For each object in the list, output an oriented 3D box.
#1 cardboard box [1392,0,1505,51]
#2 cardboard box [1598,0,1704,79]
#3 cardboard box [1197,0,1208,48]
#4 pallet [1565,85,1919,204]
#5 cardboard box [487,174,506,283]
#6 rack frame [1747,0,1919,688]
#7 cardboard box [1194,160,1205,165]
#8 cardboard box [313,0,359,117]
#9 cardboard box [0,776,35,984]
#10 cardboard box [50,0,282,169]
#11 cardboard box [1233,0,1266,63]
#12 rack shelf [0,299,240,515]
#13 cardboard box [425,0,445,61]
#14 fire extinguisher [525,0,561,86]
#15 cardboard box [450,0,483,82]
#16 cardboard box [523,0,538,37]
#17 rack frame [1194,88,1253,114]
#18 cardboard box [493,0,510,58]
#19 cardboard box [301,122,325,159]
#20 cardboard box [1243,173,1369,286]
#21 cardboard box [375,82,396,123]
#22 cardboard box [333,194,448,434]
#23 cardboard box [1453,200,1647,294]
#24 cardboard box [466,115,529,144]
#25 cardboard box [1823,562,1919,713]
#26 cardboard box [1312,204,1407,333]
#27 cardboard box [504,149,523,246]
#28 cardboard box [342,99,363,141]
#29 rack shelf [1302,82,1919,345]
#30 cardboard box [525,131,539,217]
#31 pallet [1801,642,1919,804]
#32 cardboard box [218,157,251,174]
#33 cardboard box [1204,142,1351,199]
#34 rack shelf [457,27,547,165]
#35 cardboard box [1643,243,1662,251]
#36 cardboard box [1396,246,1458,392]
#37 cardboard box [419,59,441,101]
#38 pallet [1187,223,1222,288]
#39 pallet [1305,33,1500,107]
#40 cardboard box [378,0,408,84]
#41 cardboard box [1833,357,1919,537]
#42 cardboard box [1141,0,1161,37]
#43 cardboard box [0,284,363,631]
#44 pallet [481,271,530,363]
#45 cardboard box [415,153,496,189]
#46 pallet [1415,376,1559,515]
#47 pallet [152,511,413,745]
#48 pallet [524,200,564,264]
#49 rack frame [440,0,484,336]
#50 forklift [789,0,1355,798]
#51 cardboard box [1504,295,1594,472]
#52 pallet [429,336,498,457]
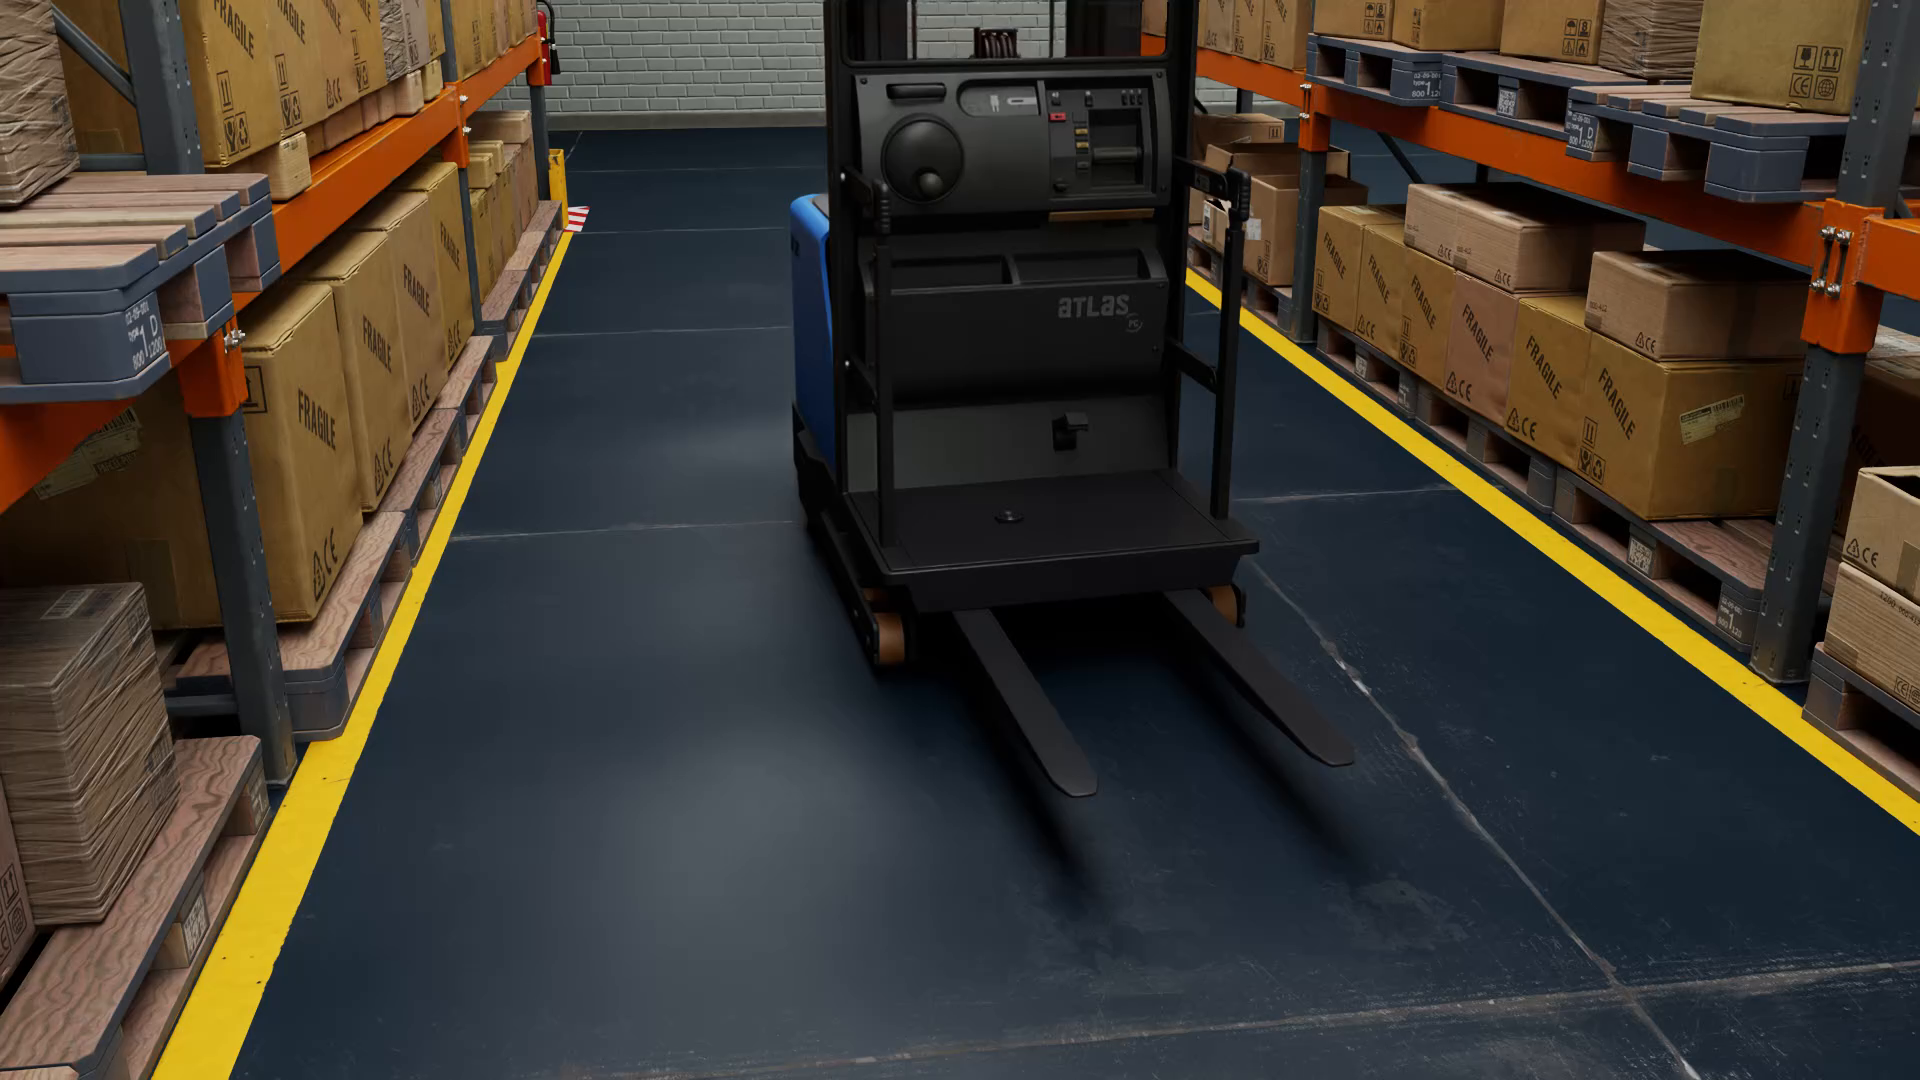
[{"bbox_3d":[2.178,-2.260,6.738,0.700,0.500,0.500,0,20,1],"label":"cardboard box"},{"bbox_3d":[2.601,-1.824,5.571,0.700,0.500,0.500,1,20,2],"label":"cardboard box"},{"bbox_3d":[1.616,-3.166,9.764,0.500,0.500,0.500,-3,21,-7],"label":"cardboard box"},{"bbox_3d":[2.579,-1.183,4.872,1.213,0.211,1.003,-3,21,-8],"label":"pallet"},{"bbox_3d":[-2.807,-1.640,8.792,0.700,0.500,0.500,-3,21,-8],"label":"cardboard box"},{"bbox_3d":[2.746,-1.042,4.219,1.000,3.000,0.127,-3,21,-8],"label":"rack frame"},{"bbox_3d":[1.463,-2.354,11.034,0.500,0.250,0.500,-3,21,-8],"label":"cardboard box"},{"bbox_3d":[-2.109,-1.521,4.906,0.500,0.500,0.500,-3,21,-8],"label":"cardboard box"},{"bbox_3d":[-2.041,0.605,2.754,0.700,0.500,0.500,-3,21,-8],"label":"cardboard box"},{"bbox_3d":[-1.972,-1.168,3.959,0.500,0.500,0.500,-2,21,-6],"label":"cardboard box"},{"bbox_3d":[1.768,-2.812,8.816,0.500,0.500,0.500,-2,21,-6],"label":"cardboard box"},{"bbox_3d":[-1.867,0.238,1.819,1.077,0.370,4.000,-3,21,-8],"label":"rack shelf"},{"bbox_3d":[-2.416,-2.224,6.788,0.500,0.500,0.500,-3,21,-9],"label":"cardboard box"},{"bbox_3d":[-2.874,-3.425,11.244,0.296,0.674,0.183,-3,21,-8],"label":"fire extinguisher"},{"bbox_3d":[-2.794,-2.505,7.708,0.980,0.700,0.700,-3,21,-7],"label":"cardboard box"},{"bbox_3d":[-3.225,-3.525,10.439,0.980,0.700,0.700,-2,21,-5],"label":"cardboard box"},{"bbox_3d":[1.593,-3.812,11.635,1.000,3.000,0.127,-3,21,-8],"label":"rack frame"},{"bbox_3d":[-3.008,-3.010,9.058,0.980,0.700,0.700,-4,21,-10],"label":"cardboard box"},{"bbox_3d":[-2.187,-1.252,5.113,0.380,0.149,0.250,-3,21,-7],"label":"cardboard box"},{"bbox_3d":[1.807,-1.645,8.778,0.500,0.500,0.500,-3,21,-8],"label":"cardboard box"},{"bbox_3d":[-2.285,-1.610,6.071,0.380,0.149,0.250,-3,21,-8],"label":"cardboard box"},{"bbox_3d":[-2.378,-0.840,6.149,0.750,0.750,0.750,-2,21,-6],"label":"cardboard box"},{"bbox_3d":[2.215,-1.114,6.283,0.500,0.250,0.500,-3,21,-9],"label":"cardboard box"},{"bbox_3d":[-2.872,-2.529,10.247,0.380,0.149,0.250,-2,21,-6],"label":"cardboard box"},{"bbox_3d":[2.531,0.245,4.102,0.500,0.250,0.500,-3,21,-8],"label":"cardboard box"},{"bbox_3d":[1.998,-1.282,7.806,0.500,0.500,0.500,-4,21,-10],"label":"cardboard box"},{"bbox_3d":[-2.963,-2.002,9.762,0.700,0.500,0.500,-4,21,-10],"label":"cardboard box"},{"bbox_3d":[-2.236,-1.430,5.589,0.380,0.149,0.250,-2,21,-6],"label":"cardboard box"},{"bbox_3d":[2.458,-1.398,6.199,1.077,0.370,4.000,-3,21,-8],"label":"rack shelf"},{"bbox_3d":[-3.109,-2.349,10.692,0.700,0.500,0.500,-3,21,-8],"label":"cardboard box"},{"bbox_3d":[2.826,0.551,3.939,1.003,0.211,1.213,-3,21,-8],"label":"pallet"},{"bbox_3d":[-2.001,-0.896,4.159,0.380,0.149,0.250,-3,21,-7],"label":"cardboard box"},{"bbox_3d":[1.894,-2.114,10.028,0.797,0.503,0.637,-3,21,-8],"label":"cardboard box"},{"bbox_3d":[-3.020,-2.531,9.235,1.077,0.370,4.000,-3,21,-8],"label":"rack shelf"},{"bbox_3d":[2.659,-0.961,6.945,0.500,0.500,0.500,-3,21,-7],"label":"cardboard box"},{"bbox_3d":[2.151,-0.925,6.849,0.500,0.500,0.500,-3,21,-7],"label":"cardboard box"},{"bbox_3d":[-2.343,-1.879,6.790,0.380,0.149,0.250,-3,21,-7],"label":"cardboard box"},{"bbox_3d":[1.892,-1.782,10.186,1.003,0.211,1.213,-3,21,-8],"label":"pallet"},{"bbox_3d":[2.177,-2.055,7.205,1.003,0.211,1.213,-3,21,-8],"label":"pallet"},{"bbox_3d":[-2.269,-1.874,5.850,0.500,0.500,0.500,-3,21,-8],"label":"cardboard box"},{"bbox_3d":[2.963,-0.249,5.040,0.500,0.500,0.500,-2,21,-5],"label":"cardboard box"},{"bbox_3d":[1.476,-3.514,10.693,0.500,0.500,0.500,-3,21,-8],"label":"cardboard box"},{"bbox_3d":[-2.131,-0.242,4.549,0.750,0.750,0.750,-3,21,-8],"label":"cardboard box"},{"bbox_3d":[-2.764,-1.137,8.458,1.003,0.211,1.213,-3,21,-8],"label":"pallet"},{"bbox_3d":[-2.607,-1.897,8.555,0.380,0.149,0.250,-2,21,-6],"label":"cardboard box"},{"bbox_3d":[2.503,-0.418,6.533,1.003,0.211,1.213,-3,21,-8],"label":"pallet"},{"bbox_3d":[-2.194,0.238,4.776,1.003,0.211,1.213,-3,21,-8],"label":"pallet"},{"bbox_3d":[-3.116,-1.982,10.720,1.003,0.211,1.213,-3,21,-8],"label":"pallet"},{"bbox_3d":[-2.732,-2.176,7.255,1.000,3.000,0.127,-3,21,-8],"label":"rack frame"},{"bbox_3d":[0.214,-1.152,4.612,1.130,2.935,3.031,-5,21,-13],"label":"forklift"},{"bbox_3d":[2.305,-0.568,5.895,0.500,0.500,0.500,-4,21,-10],"label":"cardboard box"},{"bbox_3d":[-2.546,-0.606,7.038,1.003,0.211,1.213,-3,21,-8],"label":"pallet"}]
